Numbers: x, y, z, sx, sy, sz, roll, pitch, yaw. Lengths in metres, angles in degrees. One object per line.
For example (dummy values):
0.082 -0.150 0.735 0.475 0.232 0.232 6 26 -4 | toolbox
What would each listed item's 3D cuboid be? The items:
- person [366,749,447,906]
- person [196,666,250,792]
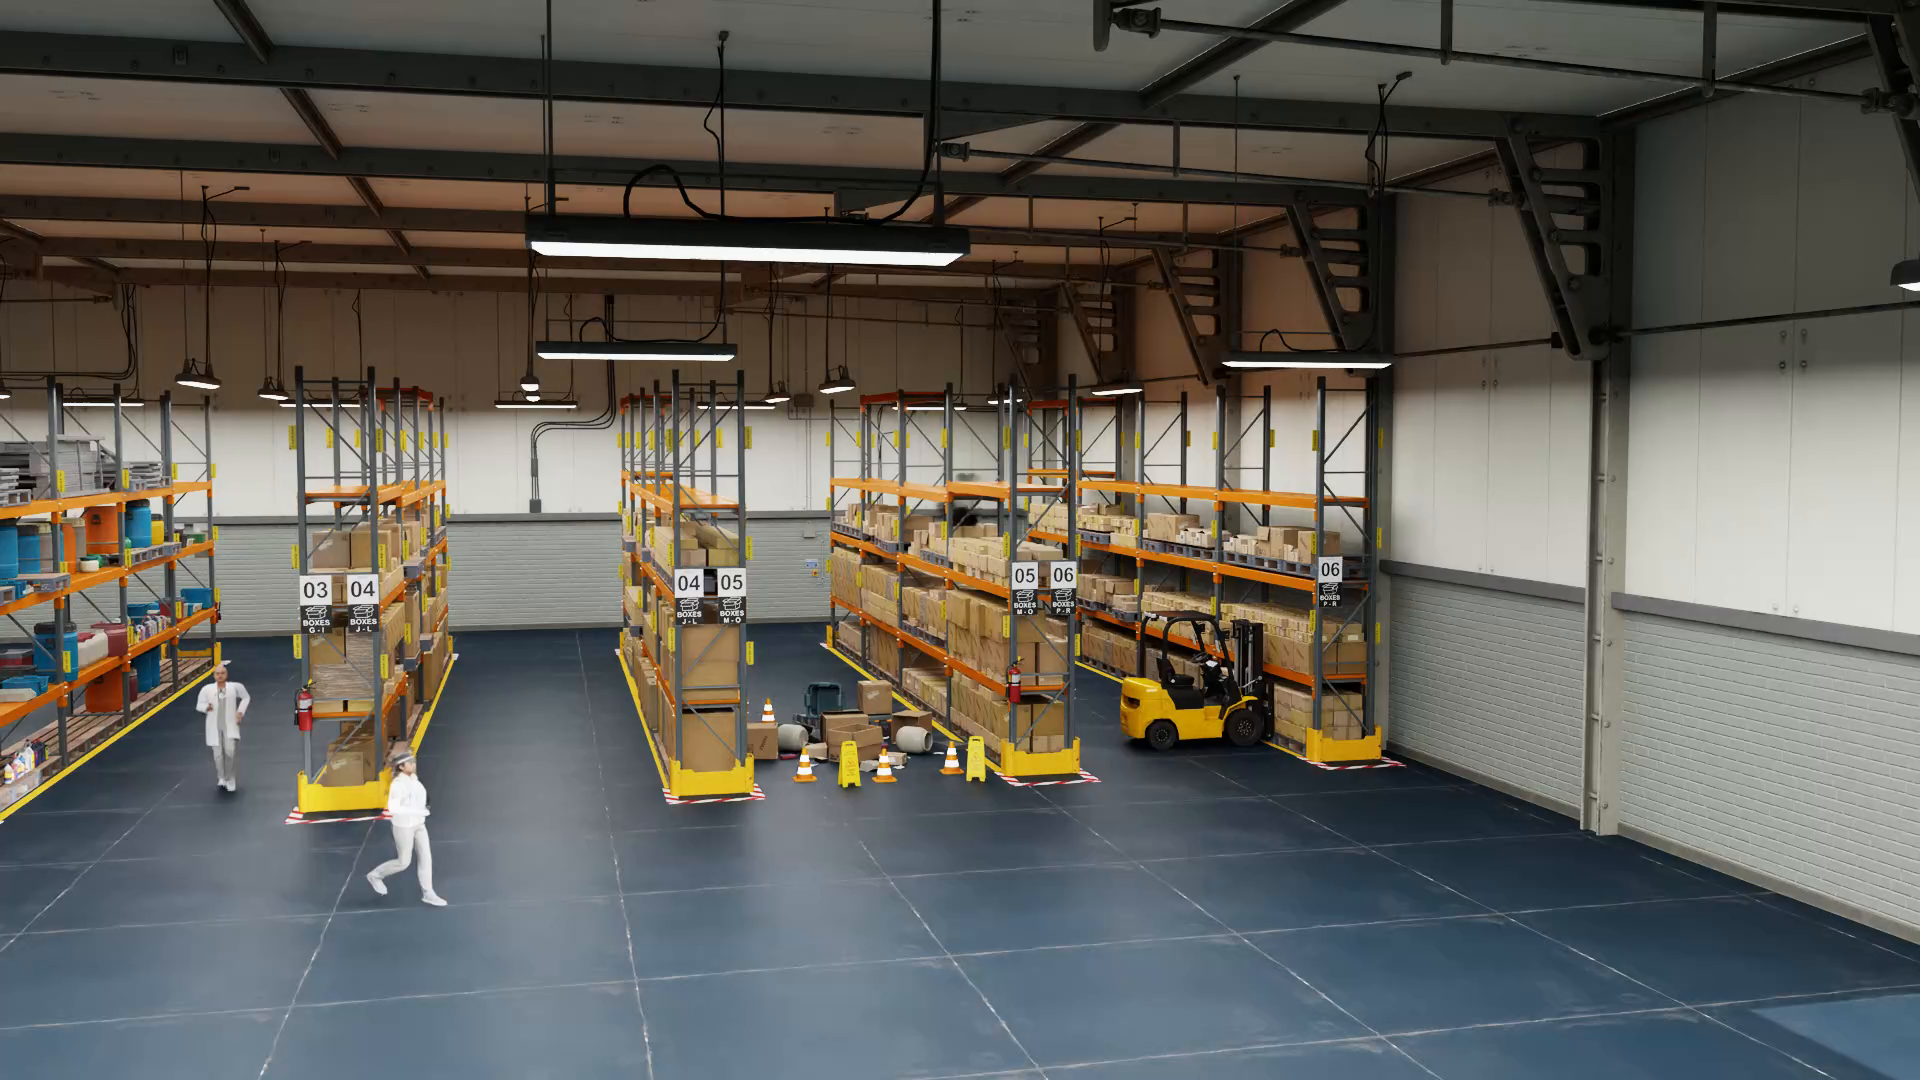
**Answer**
-5.941 3.085 17.890 0.881 1.693 0.616 1 3 13 | person
-10.534 2.749 23.768 0.688 1.729 0.755 -1 4 -18 | person
